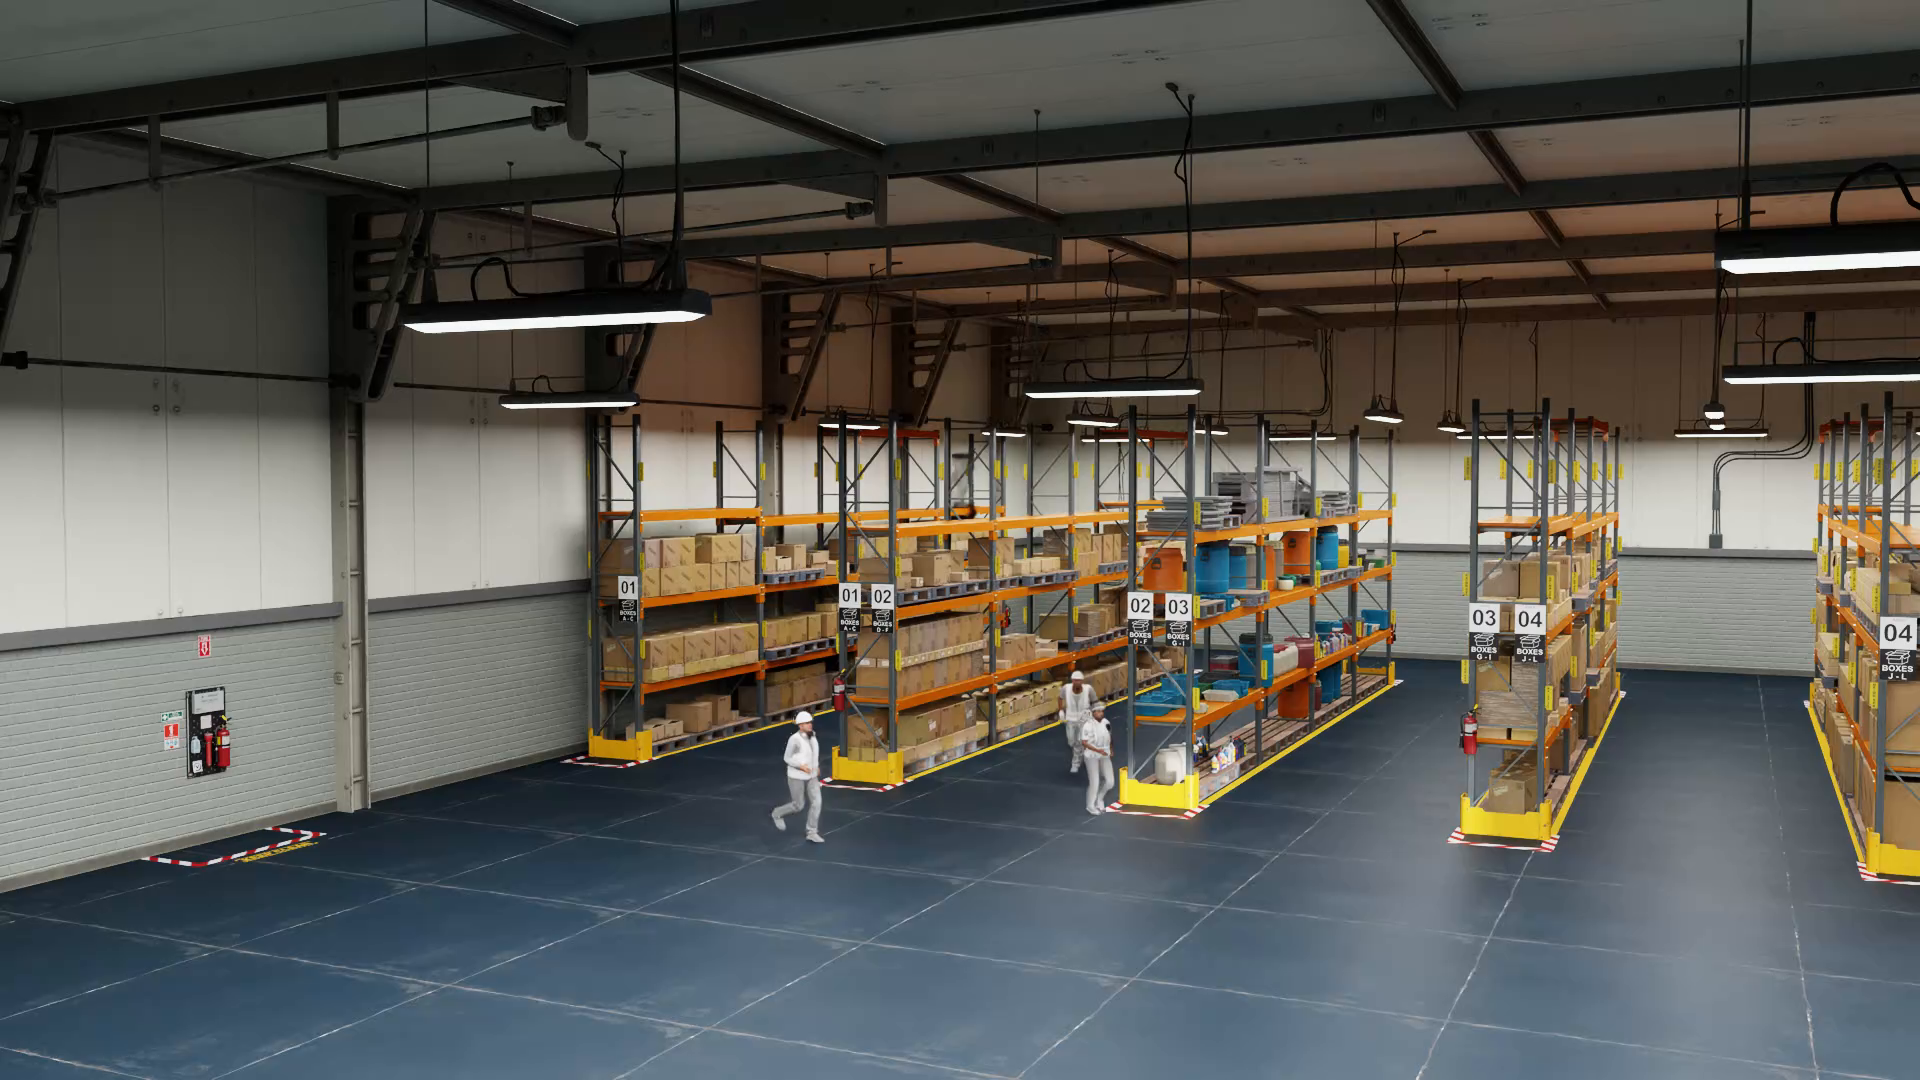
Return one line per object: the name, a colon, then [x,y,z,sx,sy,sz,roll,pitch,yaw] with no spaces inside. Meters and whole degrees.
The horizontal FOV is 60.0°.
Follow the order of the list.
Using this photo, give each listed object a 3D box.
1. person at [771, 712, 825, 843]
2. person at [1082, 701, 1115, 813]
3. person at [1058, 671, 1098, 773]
person: [-2.183,3.201,22.599,0.869,1.761,0.653,2,3,39]
person: [2.054,3.168,24.227,0.596,1.657,0.593,-1,3,-27]
person: [1.976,3.023,27.840,0.678,1.706,0.796,0,2,5]
